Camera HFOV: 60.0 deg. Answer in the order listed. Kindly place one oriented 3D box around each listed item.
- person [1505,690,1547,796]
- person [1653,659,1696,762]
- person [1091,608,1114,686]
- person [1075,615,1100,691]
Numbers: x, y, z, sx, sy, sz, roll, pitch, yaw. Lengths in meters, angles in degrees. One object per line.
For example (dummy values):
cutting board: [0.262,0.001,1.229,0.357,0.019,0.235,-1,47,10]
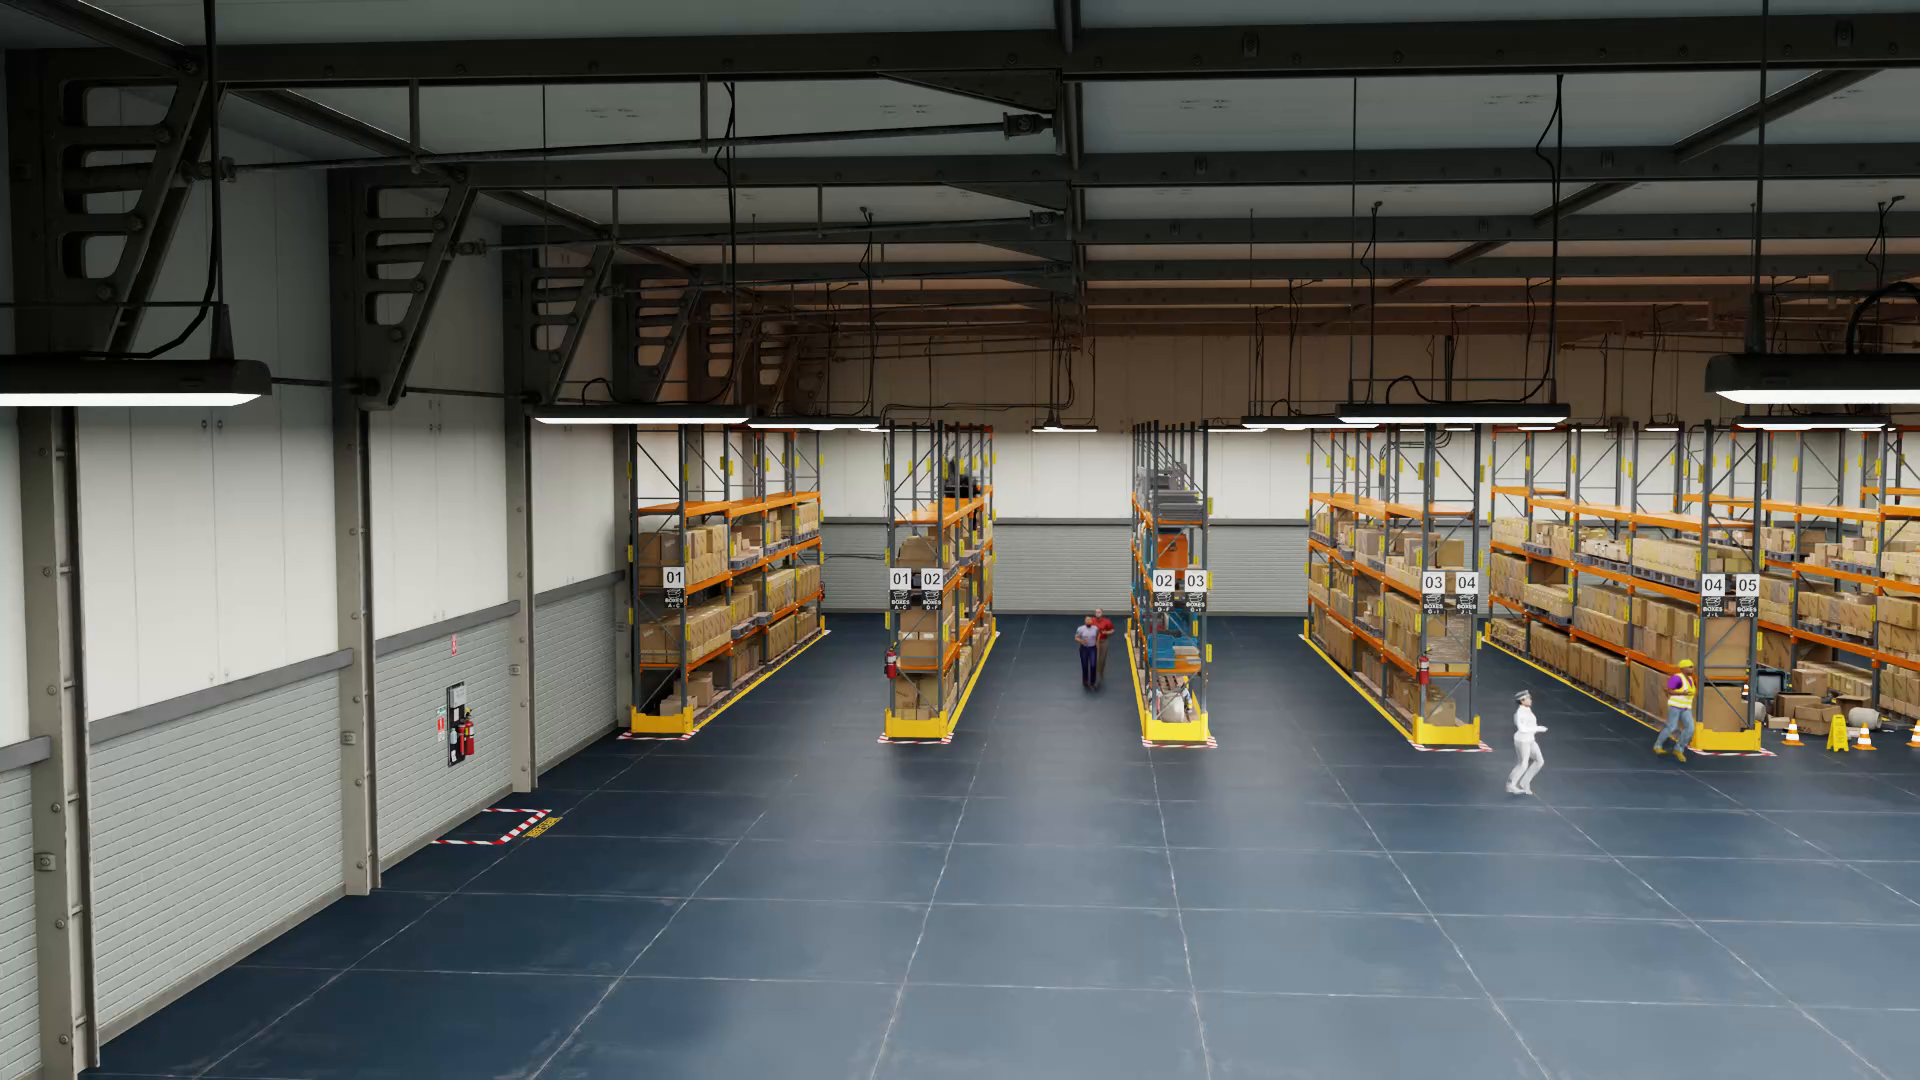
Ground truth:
person: [8.985,3.219,26.332,0.638,1.707,0.594,2,4,33]
person: [12.767,2.999,29.443,0.703,1.783,0.714,-2,4,-23]
person: [3.238,2.446,38.308,0.636,1.772,0.884,0,4,6]
person: [2.879,2.552,37.518,0.587,1.682,0.762,0,4,3]
